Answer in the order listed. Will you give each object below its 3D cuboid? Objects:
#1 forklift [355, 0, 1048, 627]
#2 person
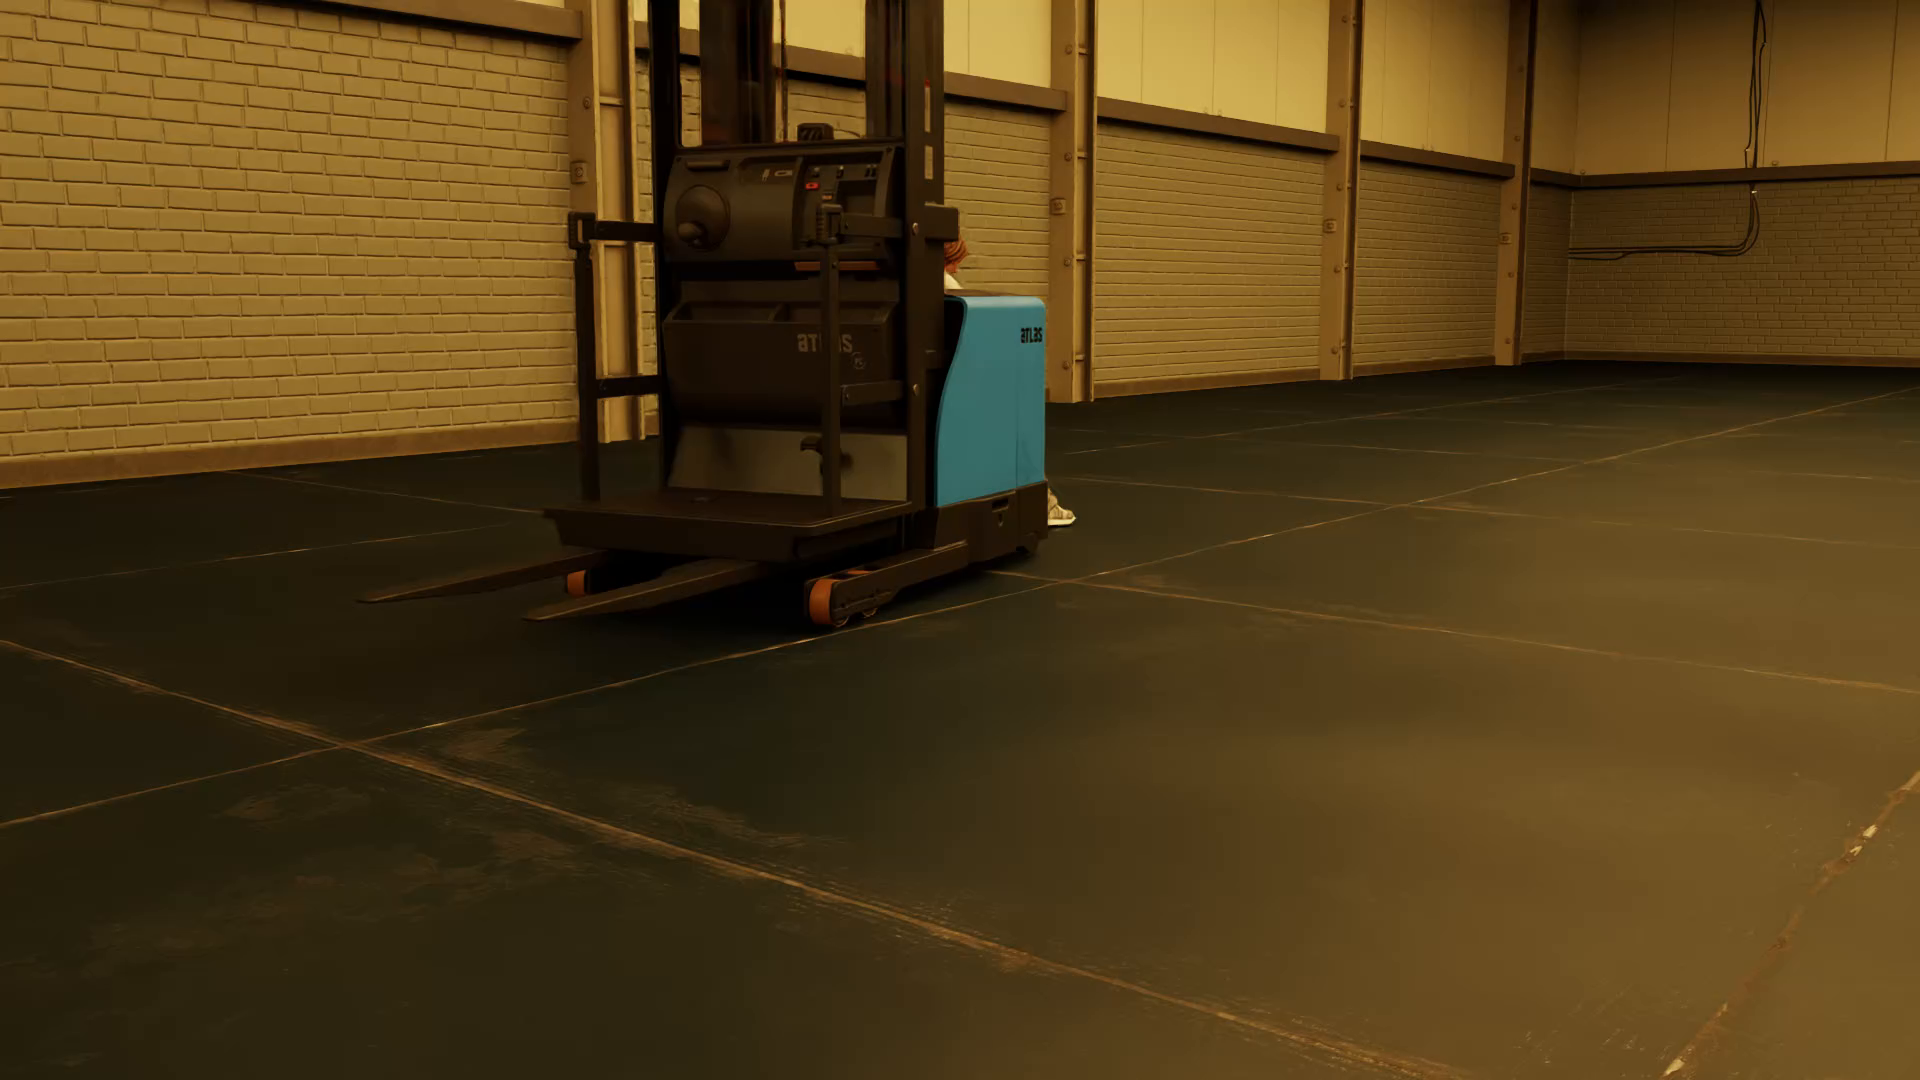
[{"bbox_3d":[-0.742,-1.235,5.723,1.130,2.935,3.031,4,9,26],"label":"forklift"},{"bbox_3d":[-0.051,-0.795,7.993,0.761,1.400,1.128,-6,10,-37],"label":"person"}]
